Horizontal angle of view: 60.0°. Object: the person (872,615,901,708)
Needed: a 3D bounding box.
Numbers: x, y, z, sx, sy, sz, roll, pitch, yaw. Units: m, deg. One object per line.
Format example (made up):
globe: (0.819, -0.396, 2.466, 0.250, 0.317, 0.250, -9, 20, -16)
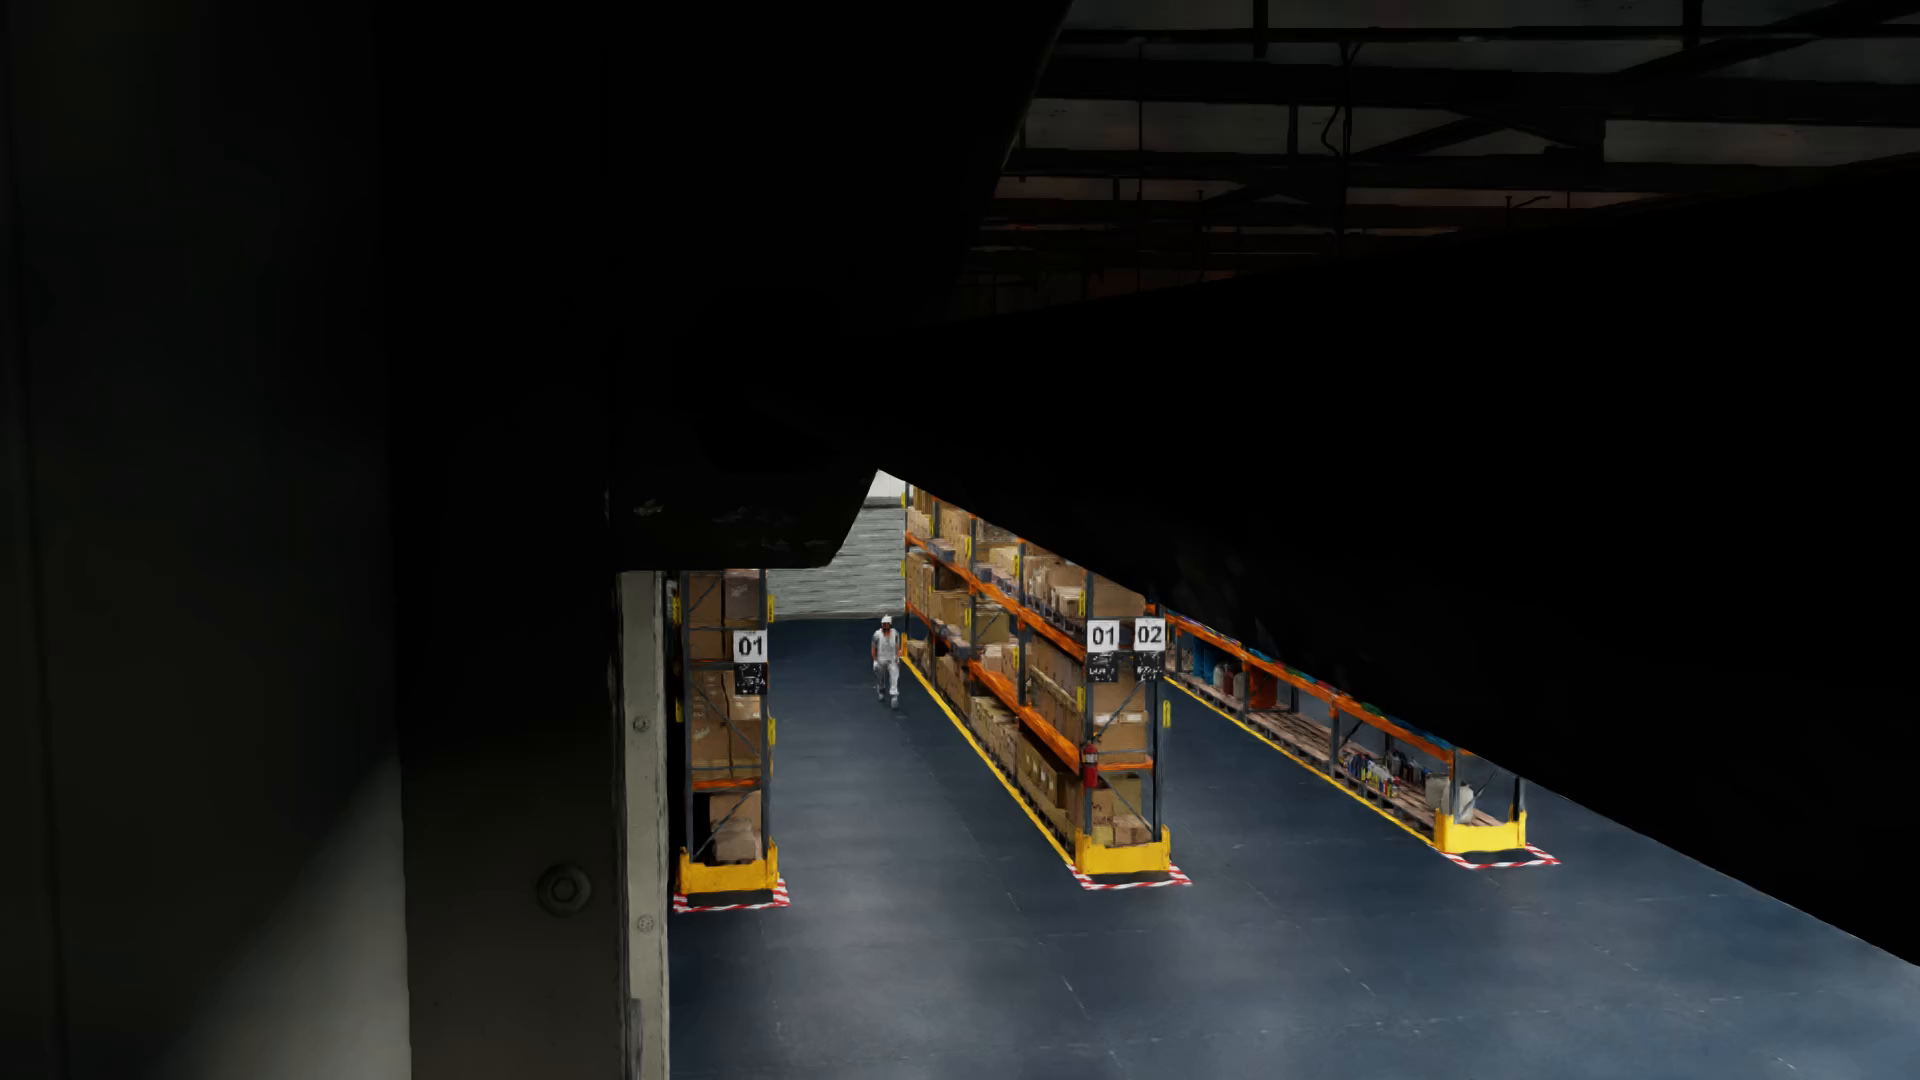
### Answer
person: (-1.372, 2.243, 31.097, 0.553, 1.709, 1.123, -1, 6, -8)
